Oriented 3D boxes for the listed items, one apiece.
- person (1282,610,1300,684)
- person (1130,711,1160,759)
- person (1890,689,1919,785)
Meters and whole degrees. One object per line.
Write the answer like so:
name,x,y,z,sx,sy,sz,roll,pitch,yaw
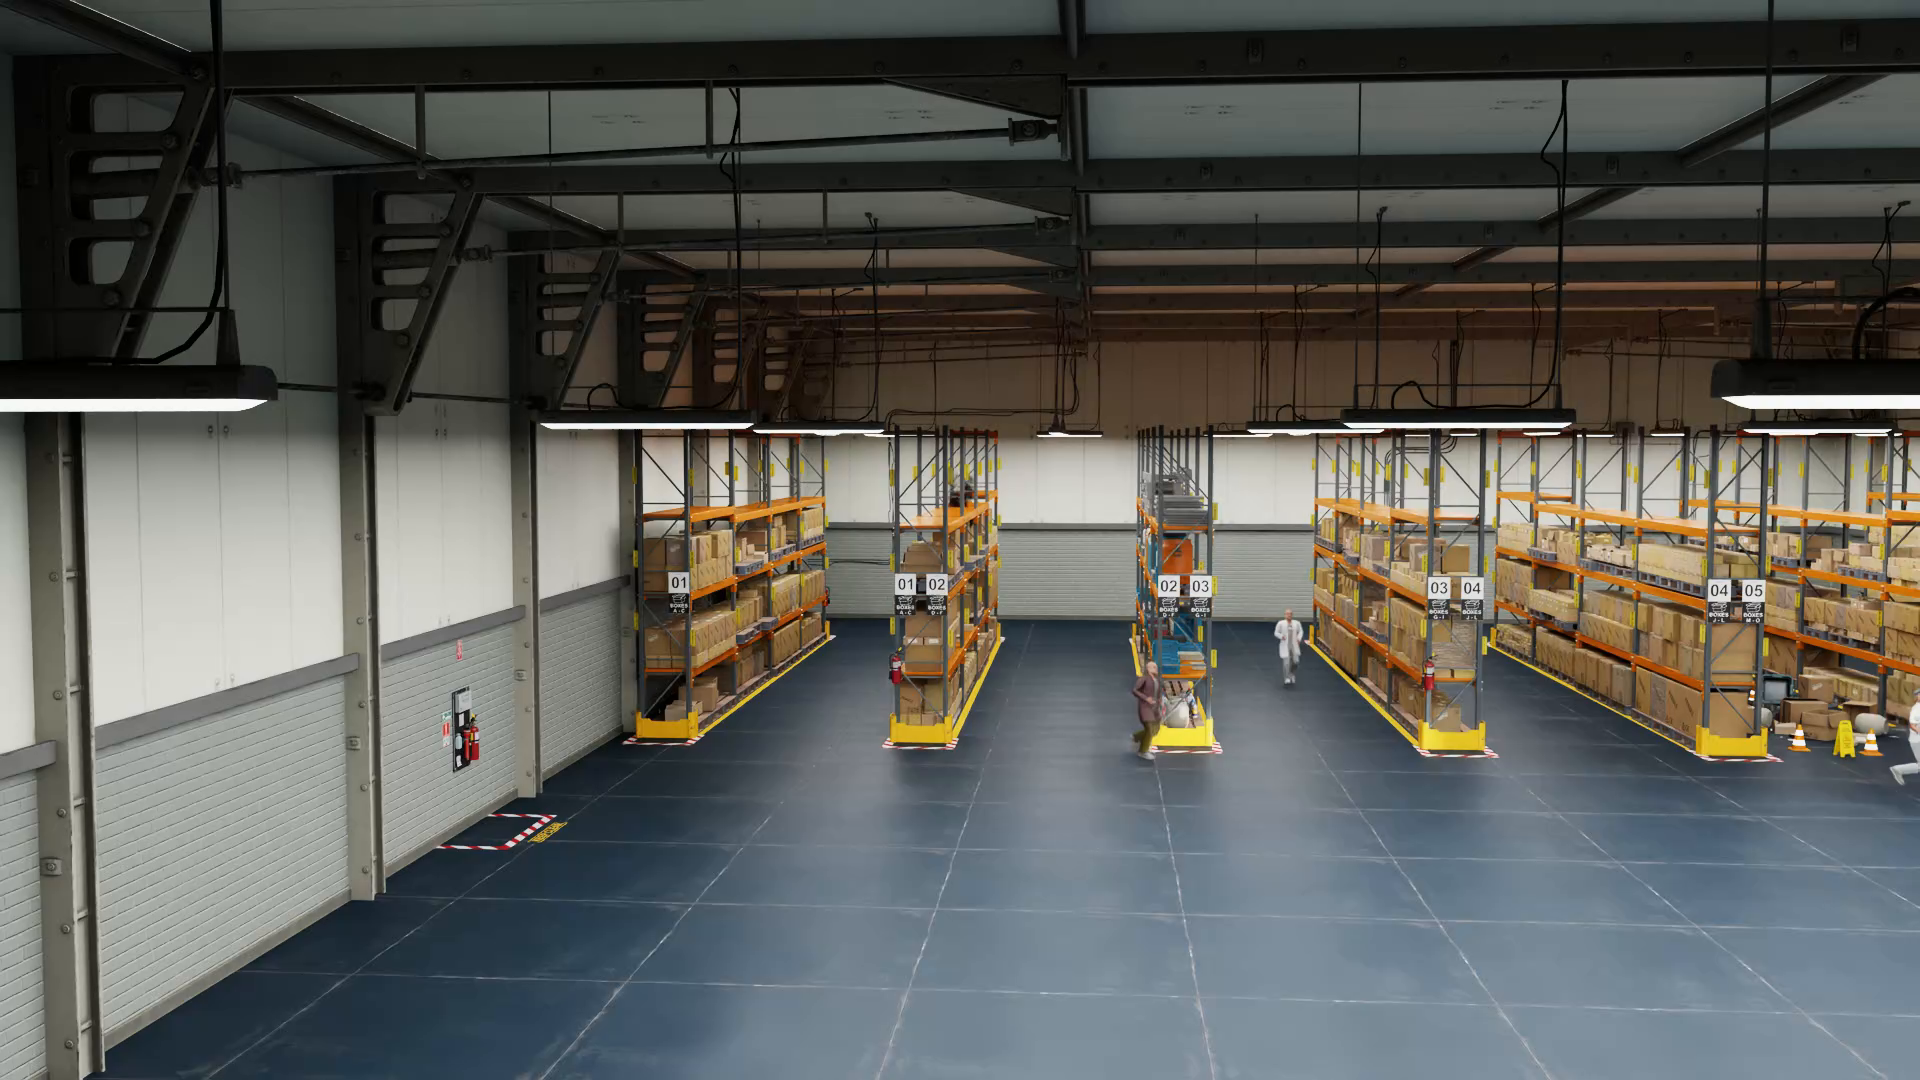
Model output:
person,7.718,2.507,38.895,0.659,1.741,0.636,0,3,1
person,3.348,3.406,30.133,0.374,1.044,0.645,-3,5,-42
person,15.515,3.241,26.823,0.716,1.757,0.638,3,4,40
